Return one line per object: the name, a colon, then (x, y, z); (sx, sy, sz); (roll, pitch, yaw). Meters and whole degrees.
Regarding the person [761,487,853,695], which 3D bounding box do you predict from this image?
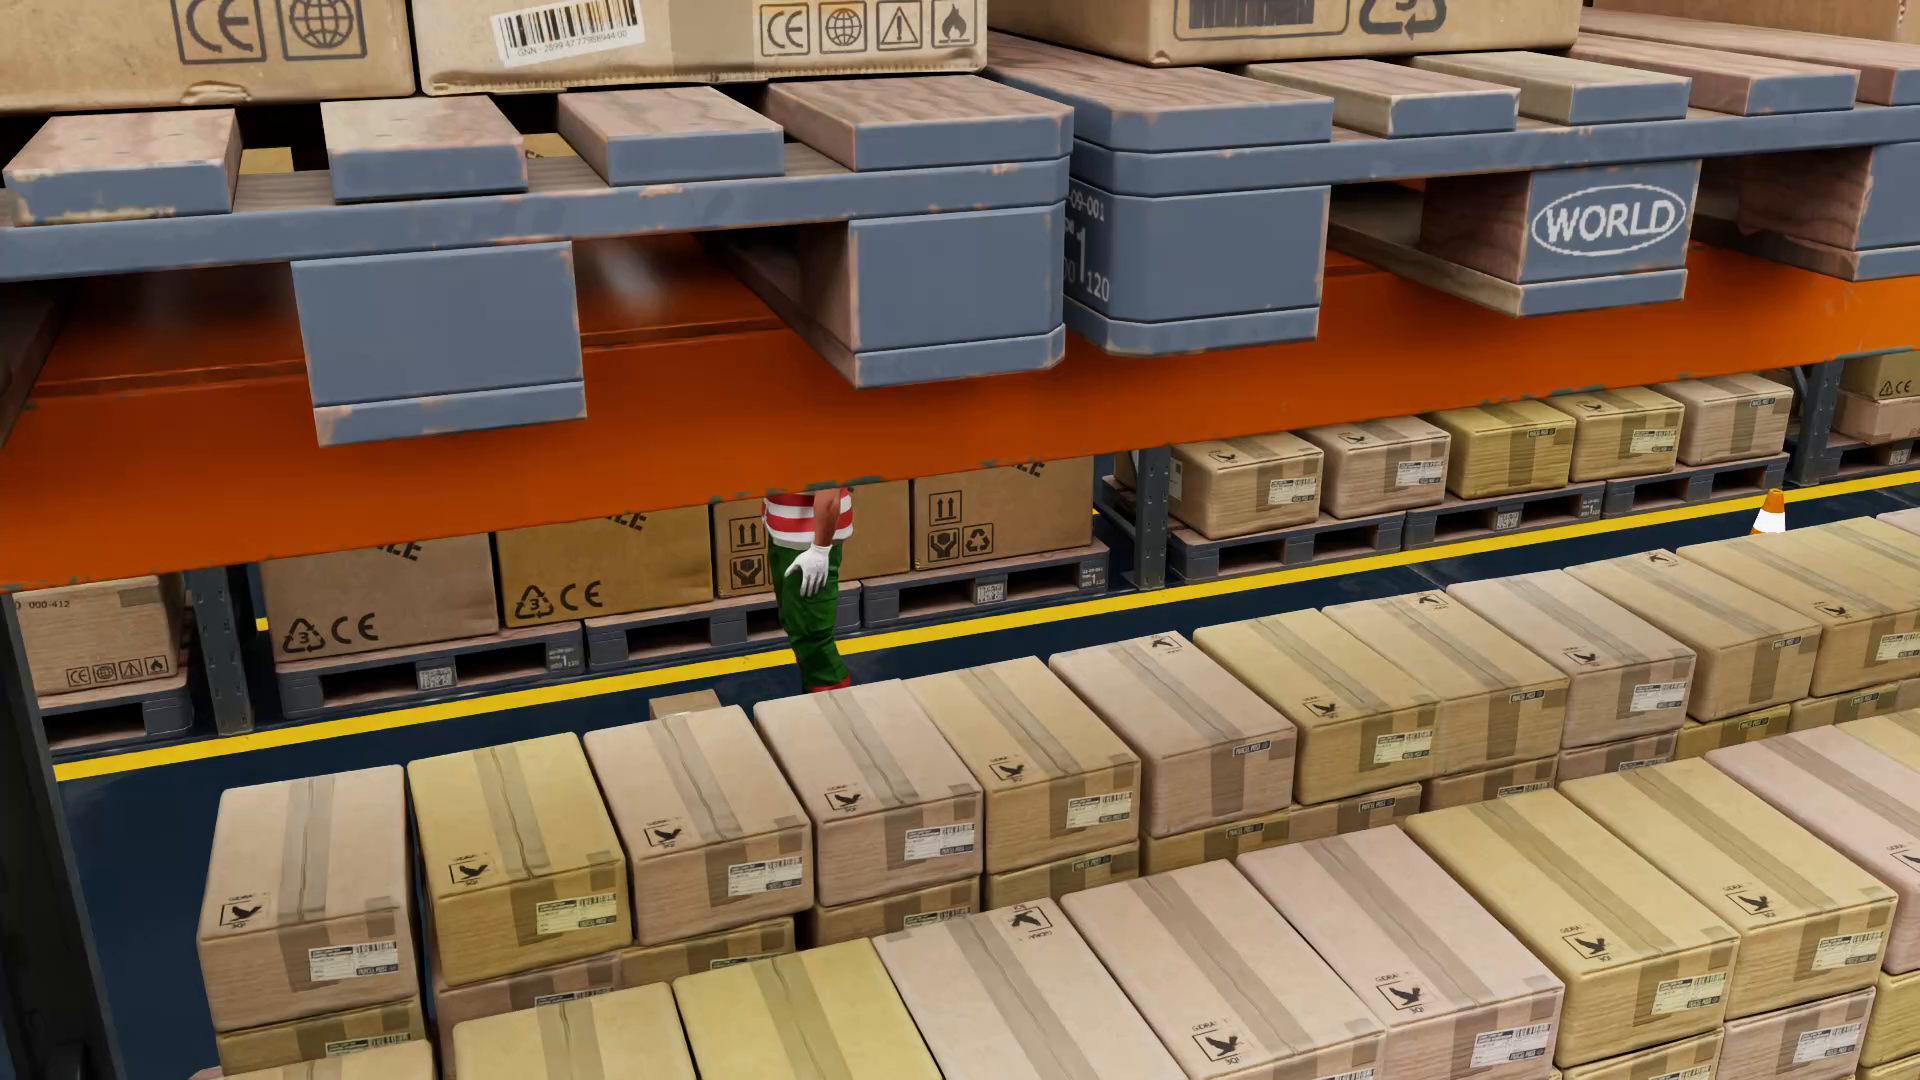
person: (-0.562, -0.015, 6.114); (0.342, 1.797, 0.524); (-8, 23, -18)
